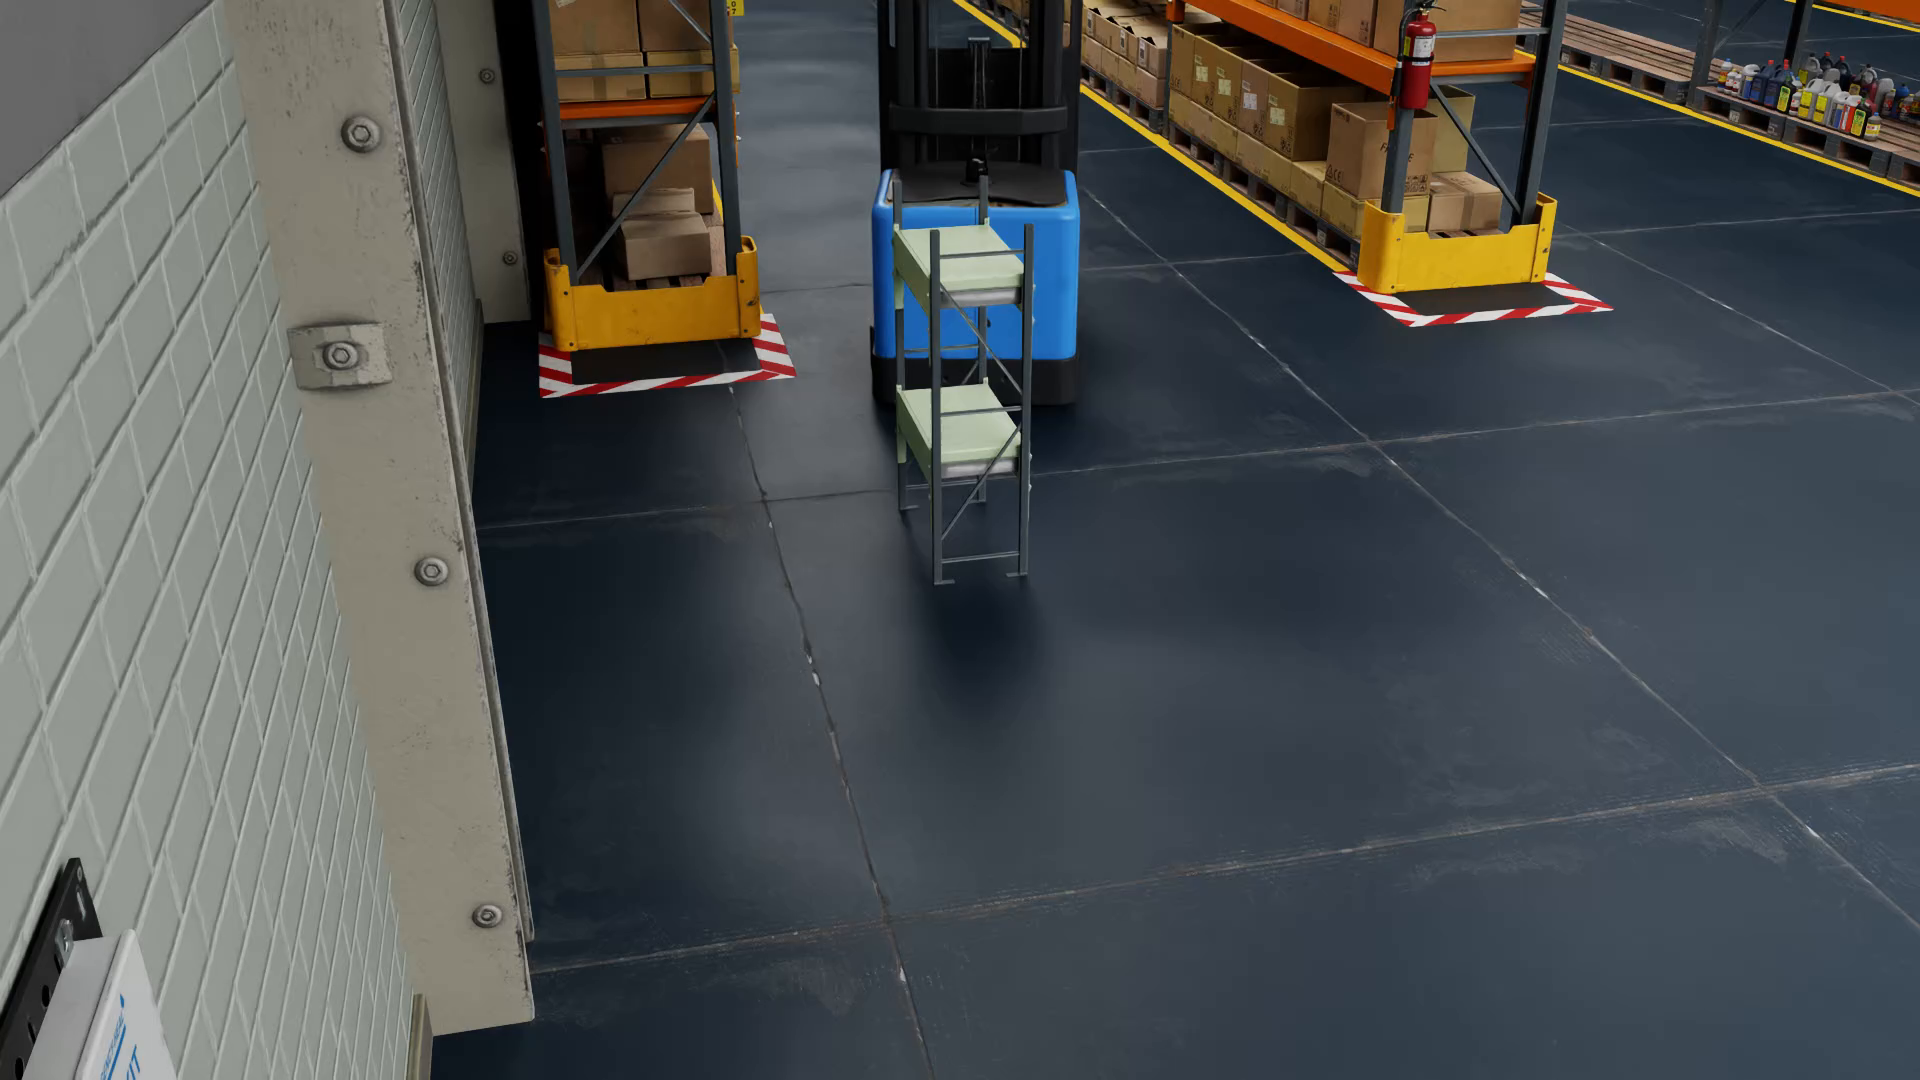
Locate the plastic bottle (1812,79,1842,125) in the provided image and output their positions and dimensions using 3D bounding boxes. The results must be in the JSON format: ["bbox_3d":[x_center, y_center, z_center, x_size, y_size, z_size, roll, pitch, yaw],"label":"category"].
[{"bbox_3d":[6.981,-3.522,13.350,0.144,0.351,0.185,-5,27,-9],"label":"plastic bottle"}]

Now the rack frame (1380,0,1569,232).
[{"bbox_3d":[3.098,-2.998,9.861,1.000,3.000,0.127,-6,27,-12],"label":"rack frame"}]

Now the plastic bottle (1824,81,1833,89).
[{"bbox_3d":[7.078,-3.596,13.580,0.152,0.276,0.135,-6,27,-12],"label":"plastic bottle"}]

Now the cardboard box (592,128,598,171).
[{"bbox_3d":[-2.356,-2.879,11.910,0.500,0.500,0.500,-8,28,-15],"label":"cardboard box"}]

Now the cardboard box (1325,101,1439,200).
[{"bbox_3d":[2.687,-2.498,10.624,0.500,0.500,0.500,-6,27,-12],"label":"cardboard box"}]

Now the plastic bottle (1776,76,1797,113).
[{"bbox_3d":[6.840,-3.683,13.745,0.061,0.283,0.133,-5,27,-9],"label":"plastic bottle"}]

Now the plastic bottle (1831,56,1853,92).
[{"bbox_3d":[7.492,-3.932,14.162,0.144,0.351,0.185,-7,28,-14],"label":"plastic bottle"}]

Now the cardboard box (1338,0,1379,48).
[{"bbox_3d":[2.882,-3.479,10.703,0.700,0.500,0.500,-5,27,-10],"label":"cardboard box"}]

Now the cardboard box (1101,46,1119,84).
[{"bbox_3d":[1.592,-4.314,15.053,0.500,0.250,0.500,-5,27,-10],"label":"cardboard box"}]

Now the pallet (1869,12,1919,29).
[{"bbox_3d":[11.122,-5.927,18.758,1.003,0.211,1.213,-6,27,-12],"label":"pallet"}]

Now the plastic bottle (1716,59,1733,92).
[{"bbox_3d":[6.668,-4.050,14.484,0.097,0.271,0.097,0,27,0],"label":"plastic bottle"}]

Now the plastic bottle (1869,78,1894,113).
[{"bbox_3d":[7.598,-3.685,13.756,0.152,0.276,0.135,-5,27,-11],"label":"plastic bottle"}]

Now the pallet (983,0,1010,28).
[{"bbox_3d":[0.892,-6.131,19.164,1.003,0.211,1.213,-6,27,-12],"label":"pallet"}]

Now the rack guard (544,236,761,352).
[{"bbox_3d":[-1.745,-1.411,9.491,1.175,0.500,0.348,-6,27,-12],"label":"rack guard"}]

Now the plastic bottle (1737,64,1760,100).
[{"bbox_3d":[6.767,-3.913,14.207,0.152,0.276,0.135,-5,27,-10],"label":"plastic bottle"}]

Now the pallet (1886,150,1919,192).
[{"bbox_3d":[7.684,-2.641,12.247,1.003,0.211,1.213,-6,27,-12],"label":"pallet"}]

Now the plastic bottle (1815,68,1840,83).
[{"bbox_3d":[7.354,-3.872,14.128,0.152,0.276,0.135,-6,27,-12],"label":"plastic bottle"}]

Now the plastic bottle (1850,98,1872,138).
[{"bbox_3d":[7.039,-3.295,12.975,0.061,0.283,0.133,-5,27,-10],"label":"plastic bottle"}]

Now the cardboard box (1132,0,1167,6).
[{"bbox_3d":[1.887,-5.066,15.922,0.500,0.311,0.500,-6,27,-12],"label":"cardboard box"}]

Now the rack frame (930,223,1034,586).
[{"bbox_3d":[0.084,-0.506,6.588,0.400,1.500,0.023,-6,27,-12],"label":"rack frame"}]

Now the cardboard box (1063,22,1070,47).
[{"bbox_3d":[1.241,-4.990,16.393,0.500,0.250,0.500,-7,28,-13],"label":"cardboard box"}]

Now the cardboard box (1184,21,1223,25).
[{"bbox_3d":[2.238,-4.392,14.585,0.500,0.311,0.500,-6,27,-12],"label":"cardboard box"}]

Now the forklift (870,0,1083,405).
[{"bbox_3d":[0.111,-2.617,9.182,1.130,2.935,3.031,1,27,1],"label":"forklift"}]

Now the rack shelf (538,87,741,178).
[{"bbox_3d":[-2.178,-3.050,10.763,1.077,0.370,4.000,-6,27,-12],"label":"rack shelf"}]

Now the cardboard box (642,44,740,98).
[{"bbox_3d":[-1.528,-2.682,9.379,0.500,0.250,0.500,-7,28,-13],"label":"cardboard box"}]

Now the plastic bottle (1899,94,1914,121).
[{"bbox_3d":[7.697,-3.512,13.497,0.097,0.201,0.097,0,27,0],"label":"plastic bottle"}]

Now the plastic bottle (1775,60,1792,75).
[{"bbox_3d":[6.941,-3.888,14.075,0.144,0.351,0.185,-6,27,-12],"label":"plastic bottle"}]

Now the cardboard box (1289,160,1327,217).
[{"bbox_3d":[2.565,-2.382,11.226,0.500,0.250,0.500,-6,27,-12],"label":"cardboard box"}]

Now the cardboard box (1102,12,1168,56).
[{"bbox_3d":[1.592,-4.560,14.919,0.500,0.311,0.500,-6,27,-12],"label":"cardboard box"}]

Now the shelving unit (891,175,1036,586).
[{"bbox_3d":[0.002,-0.667,6.906,0.431,1.500,0.755,-6,27,-12],"label":"shelving unit"}]

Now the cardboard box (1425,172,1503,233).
[{"bbox_3d":[3.194,-2.216,10.897,0.500,0.250,0.500,-6,27,-12],"label":"cardboard box"}]

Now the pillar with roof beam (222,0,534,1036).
[{"bbox_3d":[2.818,-3.194,3.592,9.100,9.000,0.400,-6,27,-12],"label":"pillar with roof beam"}]

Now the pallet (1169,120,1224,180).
[{"bbox_3d":[2.335,-3.156,13.269,1.003,0.211,1.213,-6,27,-12],"label":"pallet"}]

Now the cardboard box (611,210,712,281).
[{"bbox_3d":[-1.796,-1.803,9.988,0.500,0.311,0.500,-9,28,-17],"label":"cardboard box"}]

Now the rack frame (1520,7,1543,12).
[{"bbox_3d":[6.122,-7.012,17.813,1.000,3.000,0.127,-6,27,-12],"label":"rack frame"}]

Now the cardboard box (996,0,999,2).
[{"bbox_3d":[0.615,-6.434,18.955,0.500,0.500,0.500,-7,28,-14],"label":"cardboard box"}]

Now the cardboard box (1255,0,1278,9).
[{"bbox_3d":[2.537,-4.153,12.039,0.700,0.500,0.500,-6,27,-11],"label":"cardboard box"}]

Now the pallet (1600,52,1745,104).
[{"bbox_3d":[6.808,-4.352,15.637,1.003,0.211,1.213,-6,27,-12],"label":"pallet"}]

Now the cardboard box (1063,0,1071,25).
[{"bbox_3d":[1.253,-5.231,16.248,0.500,0.311,0.500,-7,28,-13],"label":"cardboard box"}]

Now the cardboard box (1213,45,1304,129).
[{"bbox_3d":[2.221,-3.375,12.360,0.500,0.500,0.500,-6,27,-12],"label":"cardboard box"}]

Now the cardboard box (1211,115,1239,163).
[{"bbox_3d":[2.221,-3.040,12.529,0.500,0.250,0.500,-6,27,-12],"label":"cardboard box"}]

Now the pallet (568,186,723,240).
[{"bbox_3d":[-2.165,-2.177,11.329,1.003,0.211,1.213,-6,27,-12],"label":"pallet"}]

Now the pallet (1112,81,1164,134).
[{"bbox_3d":[1.992,-3.829,14.602,1.003,0.211,1.213,-6,27,-12],"label":"pallet"}]
